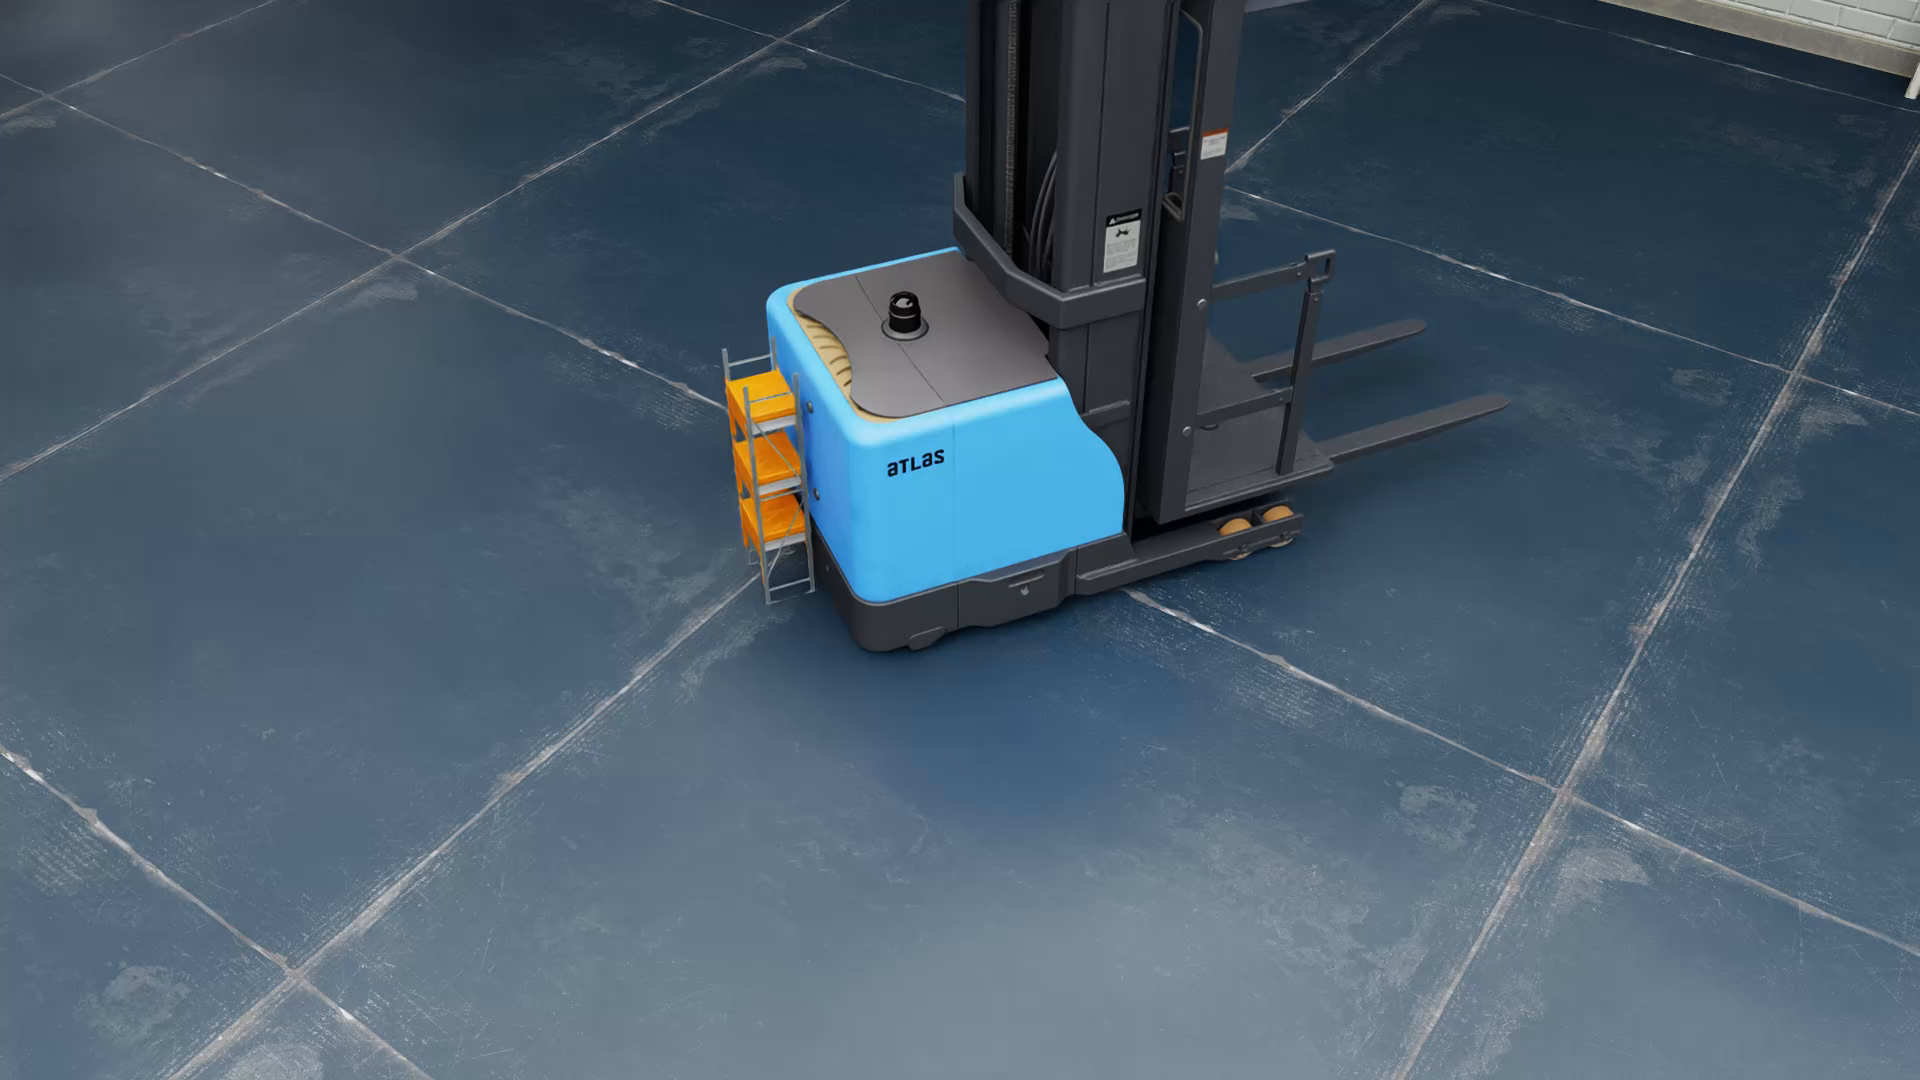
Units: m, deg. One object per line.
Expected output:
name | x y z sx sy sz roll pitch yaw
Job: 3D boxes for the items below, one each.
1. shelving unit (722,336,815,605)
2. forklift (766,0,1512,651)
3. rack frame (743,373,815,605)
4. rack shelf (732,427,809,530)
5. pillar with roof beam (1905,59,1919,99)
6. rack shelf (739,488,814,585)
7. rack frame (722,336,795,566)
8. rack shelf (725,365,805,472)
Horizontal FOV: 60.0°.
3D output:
shelving unit | -0.709 -0.240 6.231 0.215 1.050 0.252 -16 44 -17
forklift | 0.829 -1.321 6.029 3.031 2.935 1.130 -16 44 -17
rack frame | -0.661 -0.165 6.147 0.200 1.050 0.008 -16 44 -17
rack shelf | -0.709 -0.232 6.238 0.215 0.259 0.240 -16 44 -17
pillar with roof beam | 3.239 -3.575 3.996 0.400 9.000 9.100 25 48 25
rack shelf | -0.709 -0.025 6.423 0.215 0.259 0.240 -16 44 -17
rack frame | -0.758 -0.315 6.314 0.200 1.050 0.008 -16 44 -17
rack shelf | -0.709 -0.444 6.049 0.215 0.259 0.240 -16 44 -17
